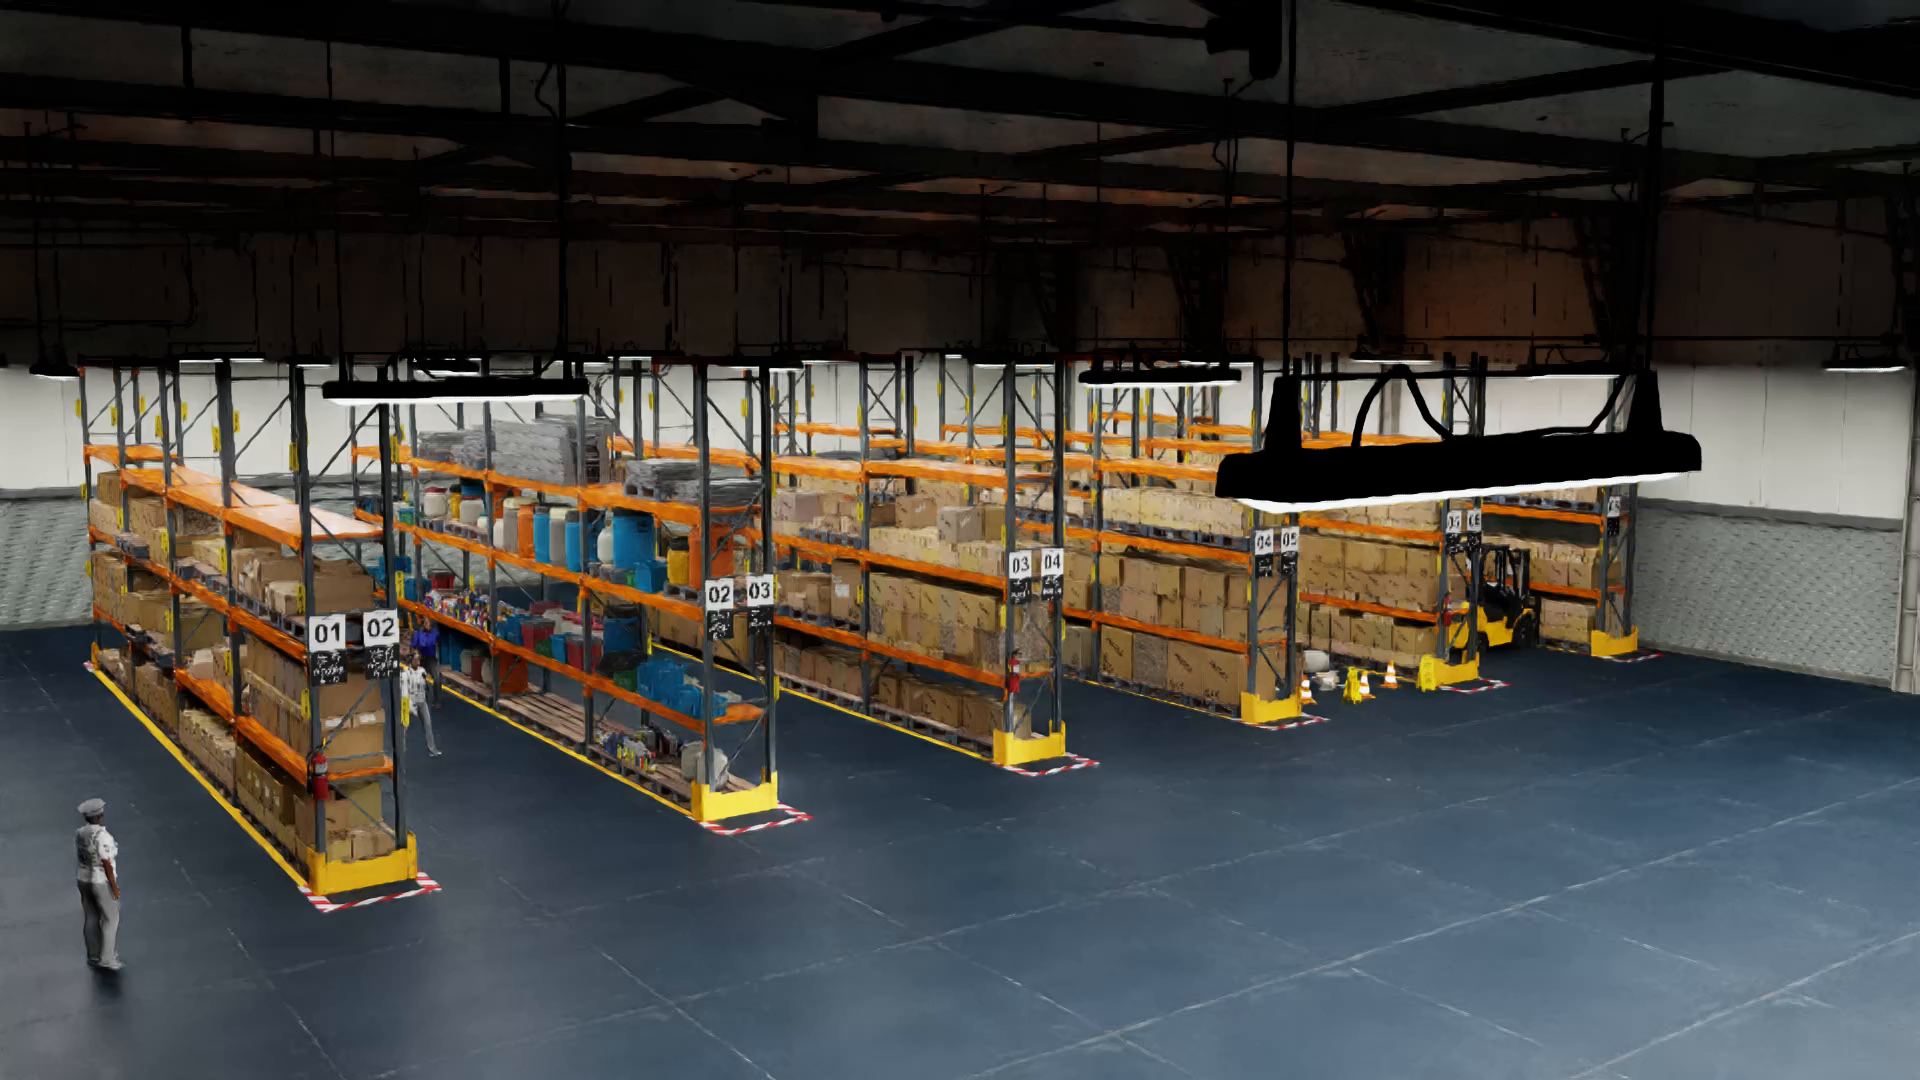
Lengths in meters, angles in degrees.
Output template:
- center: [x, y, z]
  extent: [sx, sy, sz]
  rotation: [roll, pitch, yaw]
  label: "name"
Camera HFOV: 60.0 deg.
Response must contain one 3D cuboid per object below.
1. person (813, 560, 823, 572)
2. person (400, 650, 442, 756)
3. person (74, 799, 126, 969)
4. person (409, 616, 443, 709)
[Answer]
- center: [-3.775, 0.188, 43.456]
  extent: [0.656, 1.766, 0.494]
  rotation: [2, 7, 18]
  label: "person"
- center: [-8.277, 2.456, 25.233]
  extent: [0.483, 1.621, 0.994]
  rotation: [-6, 9, -43]
  label: "person"
- center: [-8.706, 3.495, 16.840]
  extent: [0.527, 1.737, 0.372]
  rotation: [3, 8, 26]
  label: "person"
- center: [-9.164, 2.091, 28.585]
  extent: [0.603, 1.575, 0.831]
  rotation: [-4, 8, -29]
  label: "person"
